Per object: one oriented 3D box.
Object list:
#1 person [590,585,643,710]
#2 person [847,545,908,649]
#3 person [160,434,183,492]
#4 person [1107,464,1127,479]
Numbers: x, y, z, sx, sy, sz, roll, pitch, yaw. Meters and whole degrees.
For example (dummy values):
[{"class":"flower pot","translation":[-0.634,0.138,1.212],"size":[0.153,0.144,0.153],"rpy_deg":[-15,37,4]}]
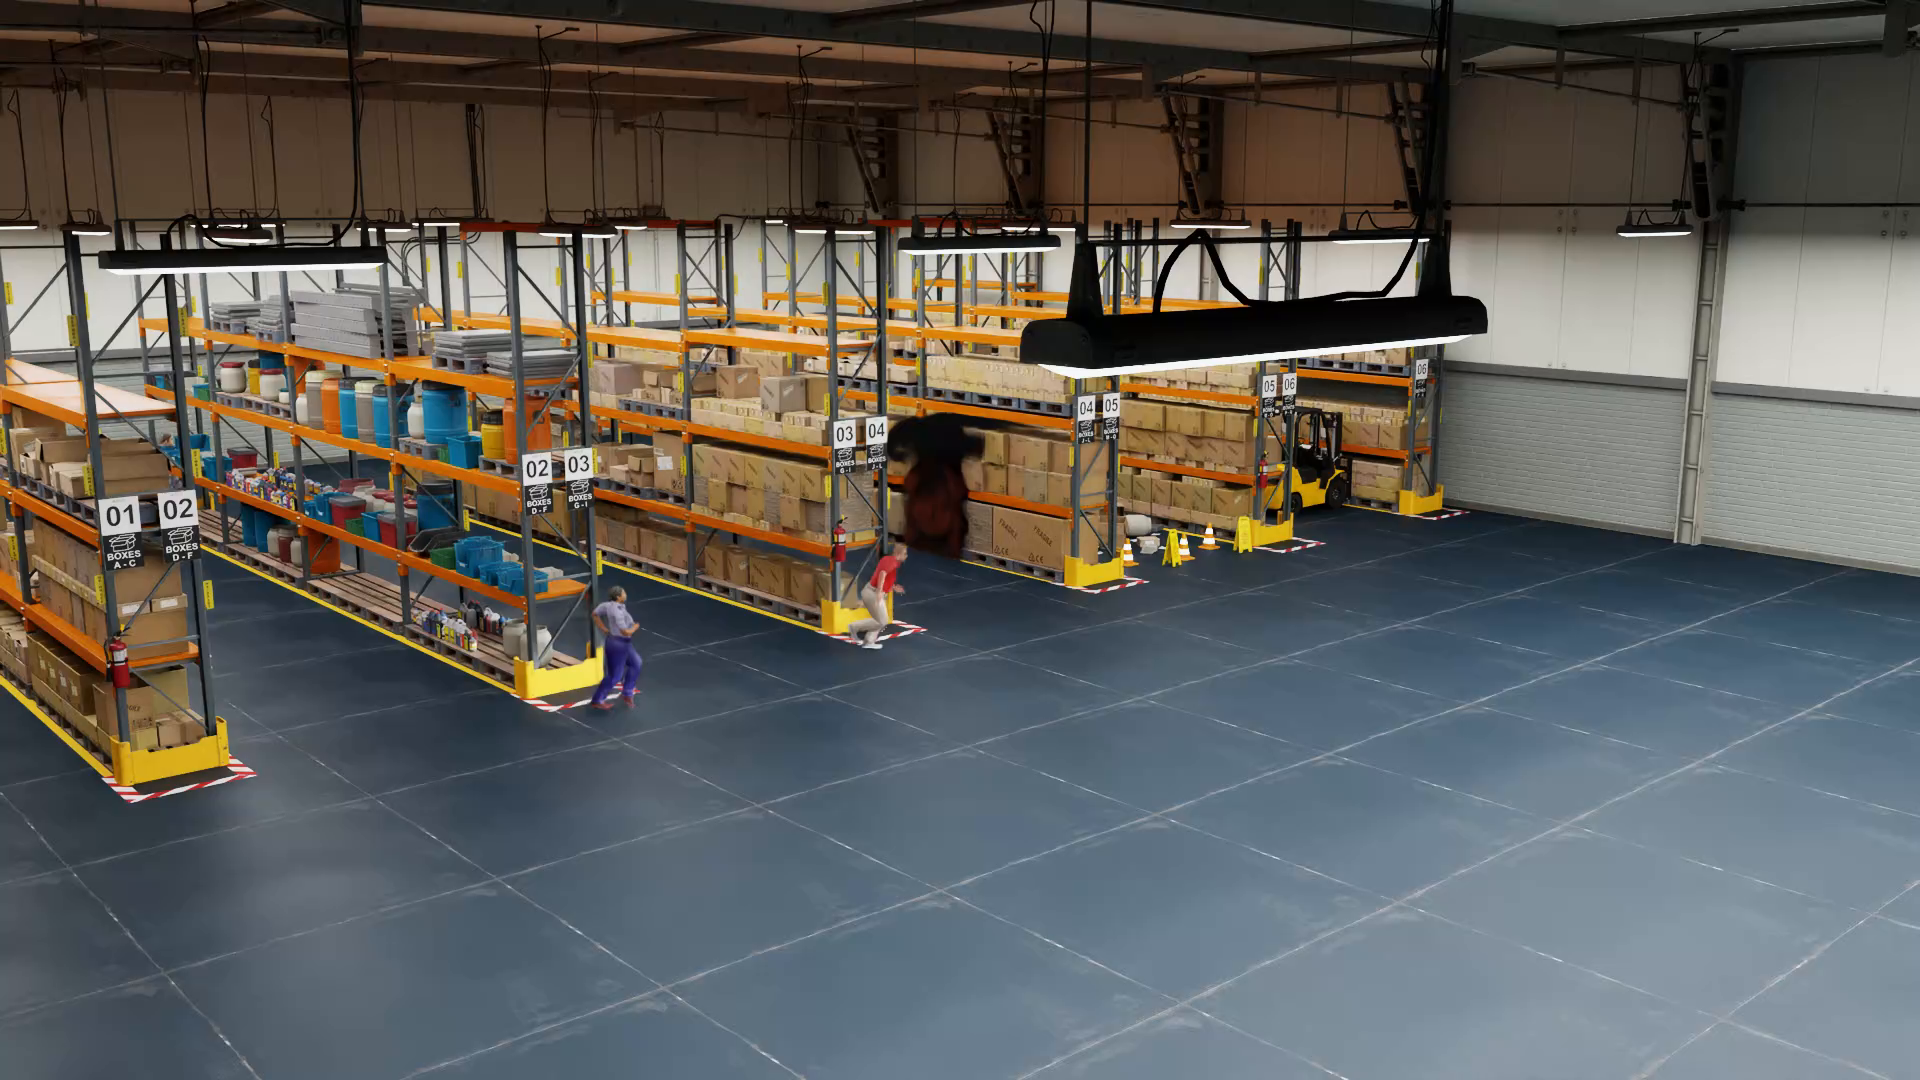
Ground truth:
[{"class":"person","translation":[-4.337,1.393,20.930],"size":[0.691,1.692,0.569],"rpy_deg":[-3,12,-16]},{"class":"person","translation":[-1.184,0.841,23.886],"size":[0.891,1.533,0.685],"rpy_deg":[-2,12,-8]},{"class":"person","translation":[-16.535,-1.412,34.708],"size":[0.518,1.640,0.557],"rpy_deg":[4,12,18]},{"class":"person","translation":[3.535,-1.905,36.897],"size":[1.039,1.729,0.624],"rpy_deg":[11,16,42]}]
